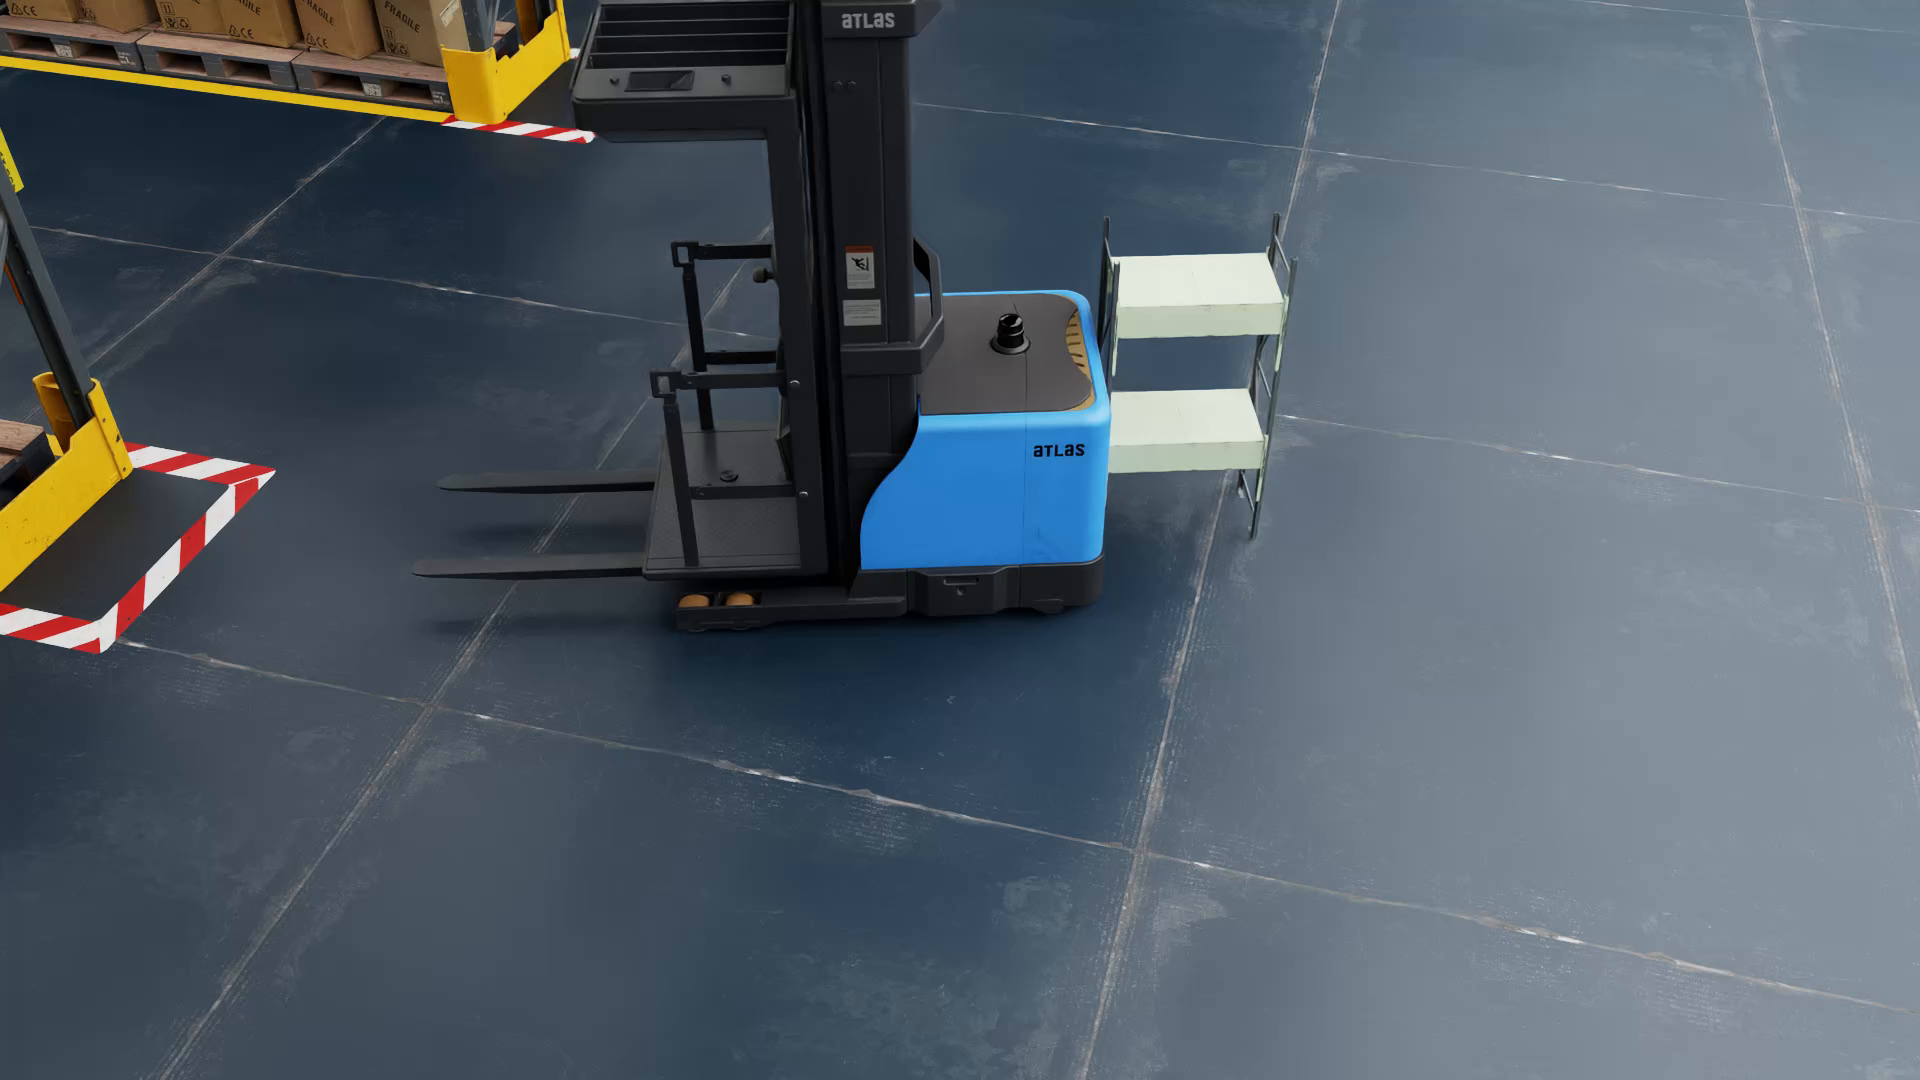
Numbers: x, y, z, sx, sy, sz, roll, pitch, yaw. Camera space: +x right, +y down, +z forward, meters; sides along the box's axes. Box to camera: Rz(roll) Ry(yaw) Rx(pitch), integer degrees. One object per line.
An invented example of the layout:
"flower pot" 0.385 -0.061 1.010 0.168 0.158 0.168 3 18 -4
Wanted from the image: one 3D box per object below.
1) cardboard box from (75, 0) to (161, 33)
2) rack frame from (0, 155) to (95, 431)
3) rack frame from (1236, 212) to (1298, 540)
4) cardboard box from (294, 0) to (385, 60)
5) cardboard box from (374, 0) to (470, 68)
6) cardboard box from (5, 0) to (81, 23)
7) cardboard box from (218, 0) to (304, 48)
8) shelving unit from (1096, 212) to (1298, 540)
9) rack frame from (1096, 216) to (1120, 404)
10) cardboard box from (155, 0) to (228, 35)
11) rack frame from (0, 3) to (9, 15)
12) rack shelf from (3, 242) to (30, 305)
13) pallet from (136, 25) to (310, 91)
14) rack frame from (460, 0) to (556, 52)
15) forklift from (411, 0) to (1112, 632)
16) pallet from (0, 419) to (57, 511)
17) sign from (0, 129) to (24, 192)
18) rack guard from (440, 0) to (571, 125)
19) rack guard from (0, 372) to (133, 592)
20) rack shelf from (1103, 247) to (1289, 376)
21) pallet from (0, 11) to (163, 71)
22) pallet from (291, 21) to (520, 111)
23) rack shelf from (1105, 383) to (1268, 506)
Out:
"cardboard box" -5.942 -3.967 11.783 0.500 0.500 0.500 23 45 25
"rack frame" -4.290 -1.203 6.875 0.127 3.000 1.000 10 41 11
"rack frame" 1.365 -0.701 7.443 0.023 1.500 0.400 -2 40 -2
"cardboard box" -4.195 -3.676 11.437 0.500 0.500 0.500 20 44 23
"cardboard box" -3.609 -3.598 11.344 0.500 0.500 0.500 17 43 19
"cardboard box" -6.498 -4.058 11.891 0.500 0.500 0.500 9 41 10
"cardboard box" -4.795 -3.792 11.575 0.500 0.500 0.500 13 42 15
"shelving unit" 0.999 -0.689 7.429 0.755 1.500 0.431 -2 40 -2
"rack frame" 0.633 -0.677 7.415 0.023 1.500 0.400 -2 40 -2
"cardboard box" -5.322 -3.913 11.718 0.500 0.500 0.500 6 40 8
"rack frame" -6.874 -4.946 11.331 0.127 3.000 1.000 10 41 11
"rack shelf" -6.222 -1.260 7.502 4.000 0.370 1.077 10 41 11
"pallet" -5.034 -3.586 11.881 1.213 0.211 1.003 10 41 11
"rack frame" -3.010 -4.281 10.539 0.127 3.000 1.000 10 41 11
"forklift" -0.902 -1.070 6.770 3.031 2.935 1.130 -2 40 -2
"pallet" -5.159 -0.257 7.917 1.213 0.211 1.003 10 41 11
"sign" -4.144 -1.651 7.192 0.005 0.325 0.100 10 41 11
"rack guard" -3.083 -3.336 11.358 0.348 0.500 1.175 10 41 11
"rack guard" -4.376 -0.230 7.659 0.348 0.500 1.175 10 41 11
"rack shelf" 0.999 -0.988 7.178 0.720 0.370 0.431 -2 40 -2
"pallet" -6.216 -3.788 12.121 1.213 0.211 1.003 10 41 11
"pallet" -3.859 -3.382 11.638 1.213 0.211 1.003 10 41 11
"rack shelf" 0.999 -0.439 7.638 0.720 0.370 0.431 -2 40 -2
